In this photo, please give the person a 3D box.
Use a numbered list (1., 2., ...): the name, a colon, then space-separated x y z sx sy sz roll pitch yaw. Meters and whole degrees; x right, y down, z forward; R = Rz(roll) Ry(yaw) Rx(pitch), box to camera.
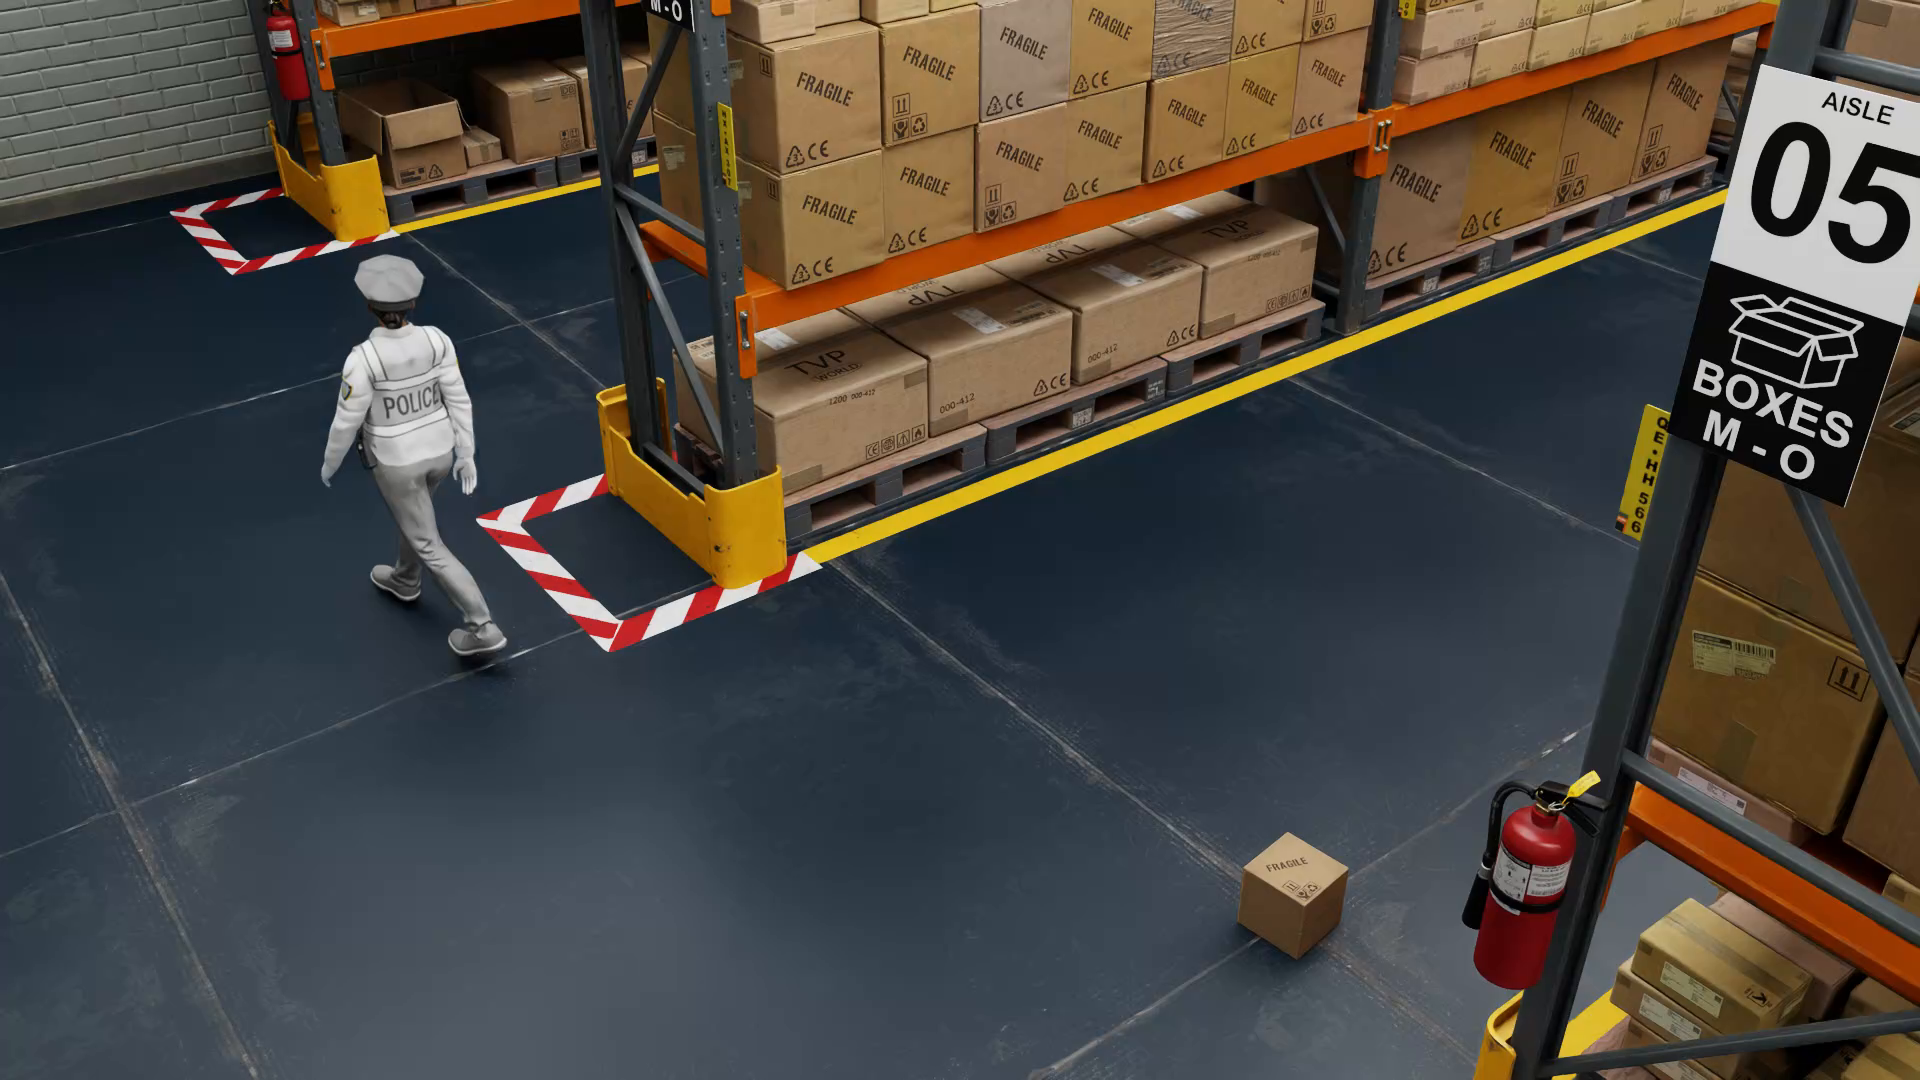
1. person: -2.230 -0.341 6.652 0.979 1.633 0.525 23 39 32
